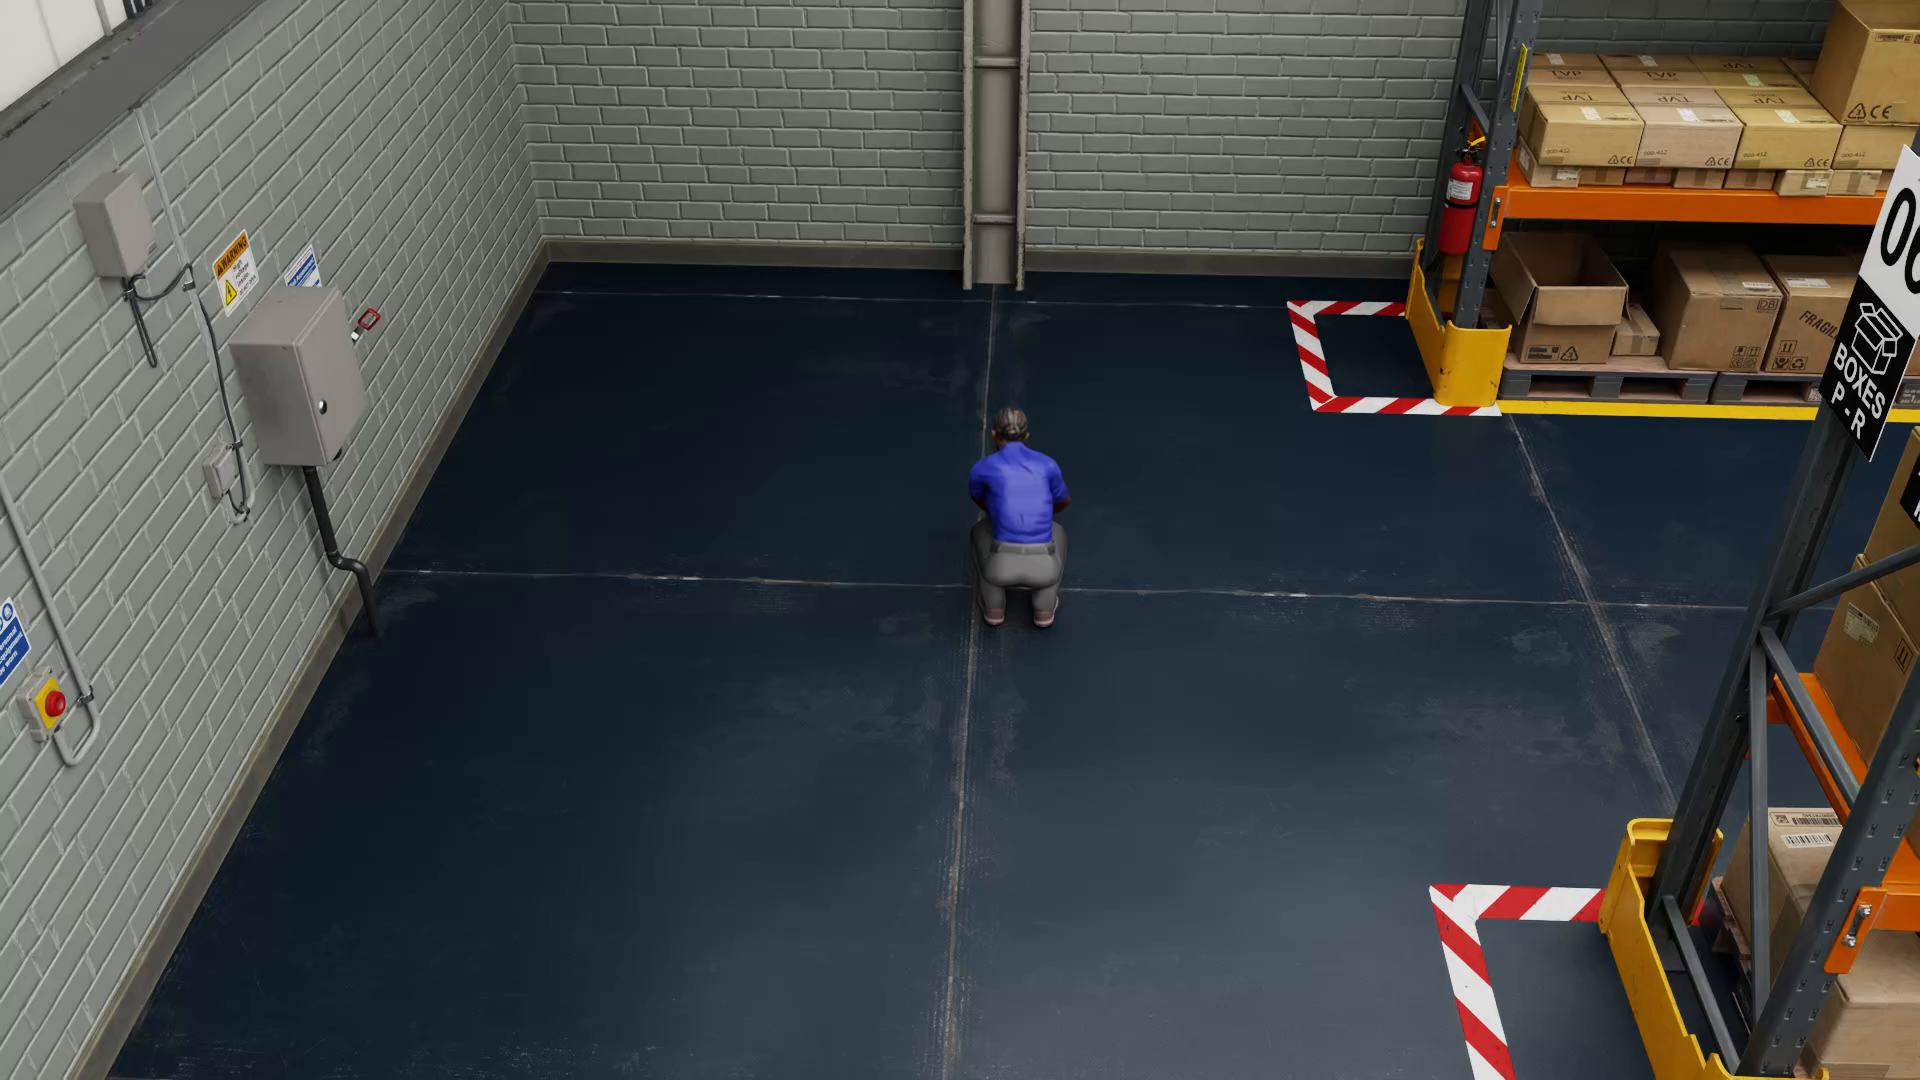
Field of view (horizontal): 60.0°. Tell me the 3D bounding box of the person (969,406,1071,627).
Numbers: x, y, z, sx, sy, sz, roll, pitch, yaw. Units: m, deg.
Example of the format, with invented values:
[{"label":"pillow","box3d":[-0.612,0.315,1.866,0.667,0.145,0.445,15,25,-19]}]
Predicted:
[{"label":"person","box3d":[0.285,-0.124,7.931,0.495,0.923,0.827,1,36,2]}]
